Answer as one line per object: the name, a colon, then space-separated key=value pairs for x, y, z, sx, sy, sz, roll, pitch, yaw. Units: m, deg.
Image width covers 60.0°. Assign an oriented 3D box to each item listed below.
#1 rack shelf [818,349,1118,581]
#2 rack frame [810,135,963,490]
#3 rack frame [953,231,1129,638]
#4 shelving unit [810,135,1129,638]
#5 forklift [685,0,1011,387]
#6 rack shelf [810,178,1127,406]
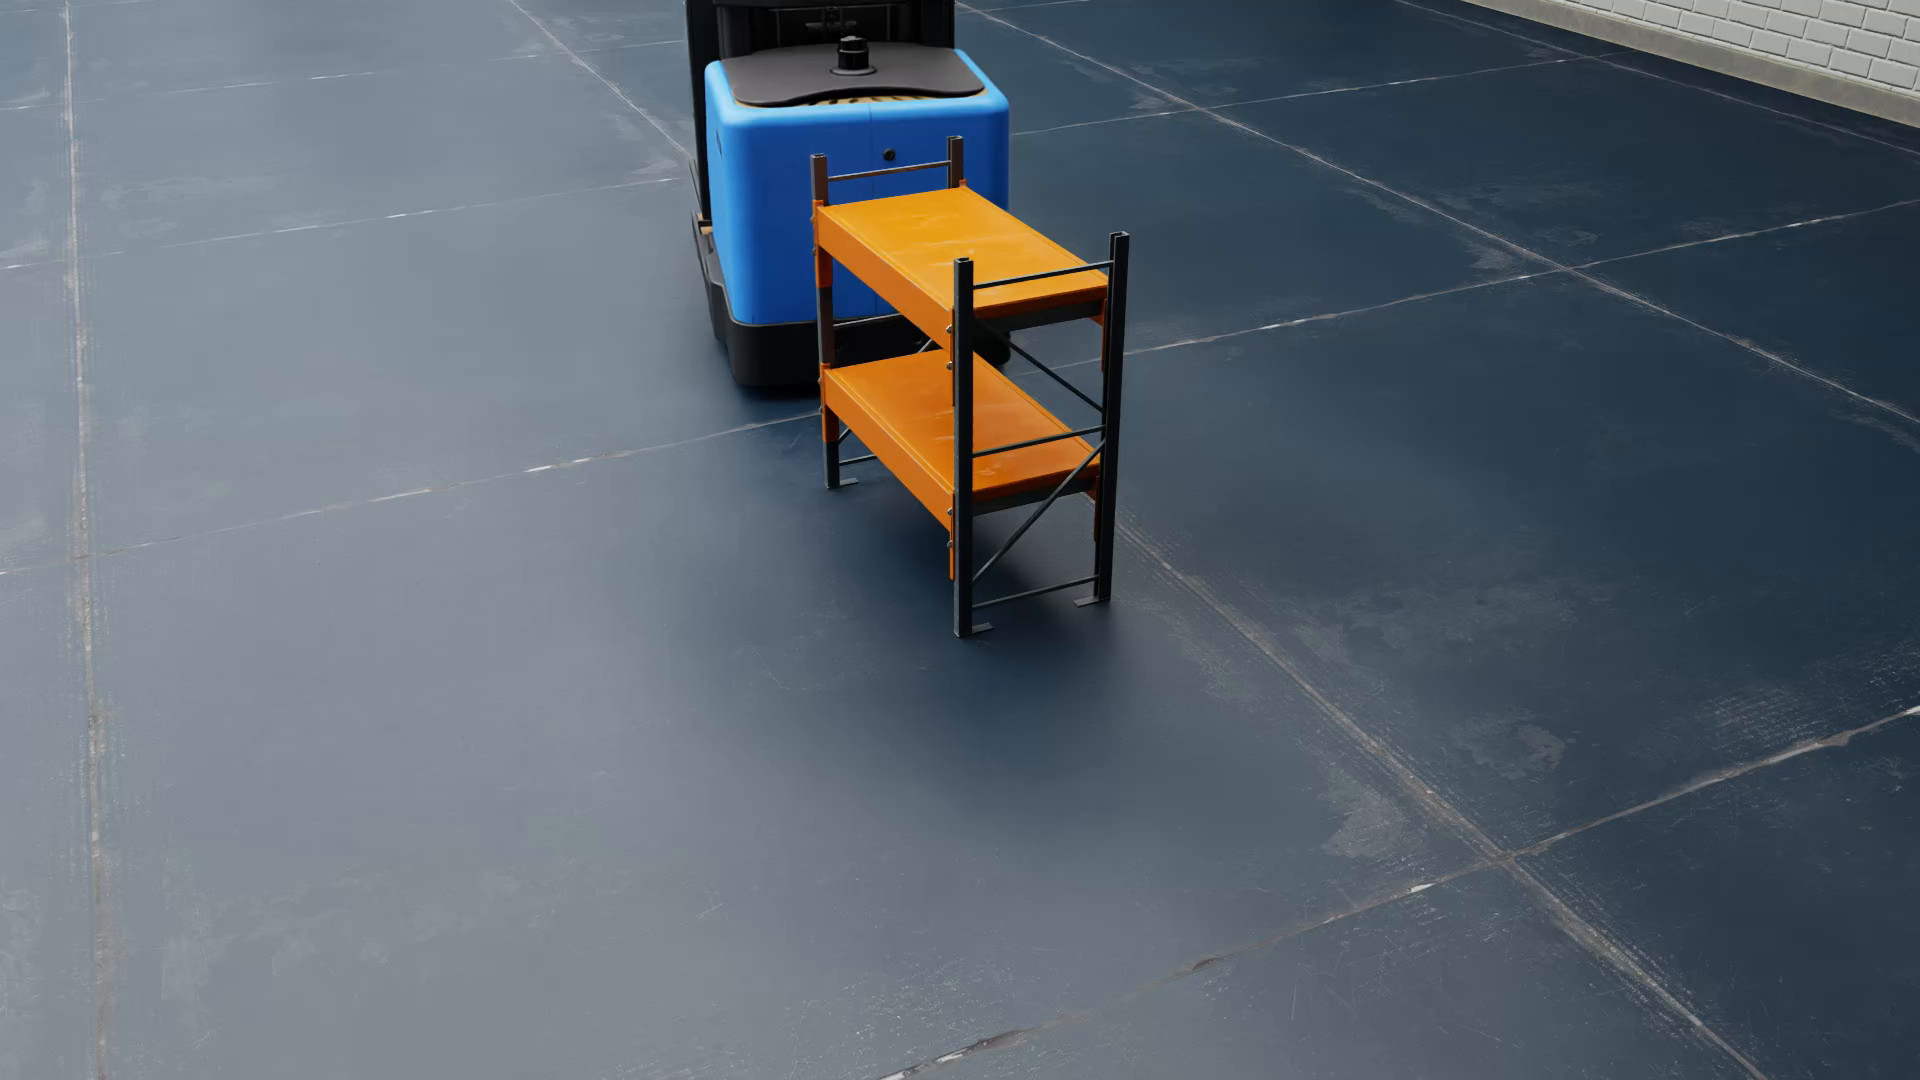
rack shelf: x=-0.003 y=-0.280 z=5.100 sx=0.538 sy=0.278 sz=1.000 roll=-13 pitch=32 yaw=-22
rack frame: x=-0.221 y=-0.718 z=5.381 sx=0.500 sy=1.125 sz=0.032 roll=-13 pitch=32 yaw=-22
rack frame: x=0.215 y=-0.269 z=4.580 sx=0.500 sy=1.125 sz=0.032 roll=-13 pitch=32 yaw=-22
shelving unit: x=-0.003 y=-0.494 z=4.980 sx=0.538 sy=1.125 sz=1.048 roll=-13 pitch=32 yaw=-22
forklift: x=-0.616 y=-2.546 z=6.794 sx=1.130 sy=2.935 sz=3.031 roll=-6 pitch=30 yaw=-10
rack shelf: x=-0.003 y=-0.749 z=4.837 sx=0.538 sy=0.278 sz=1.000 roll=-13 pitch=32 yaw=-22
